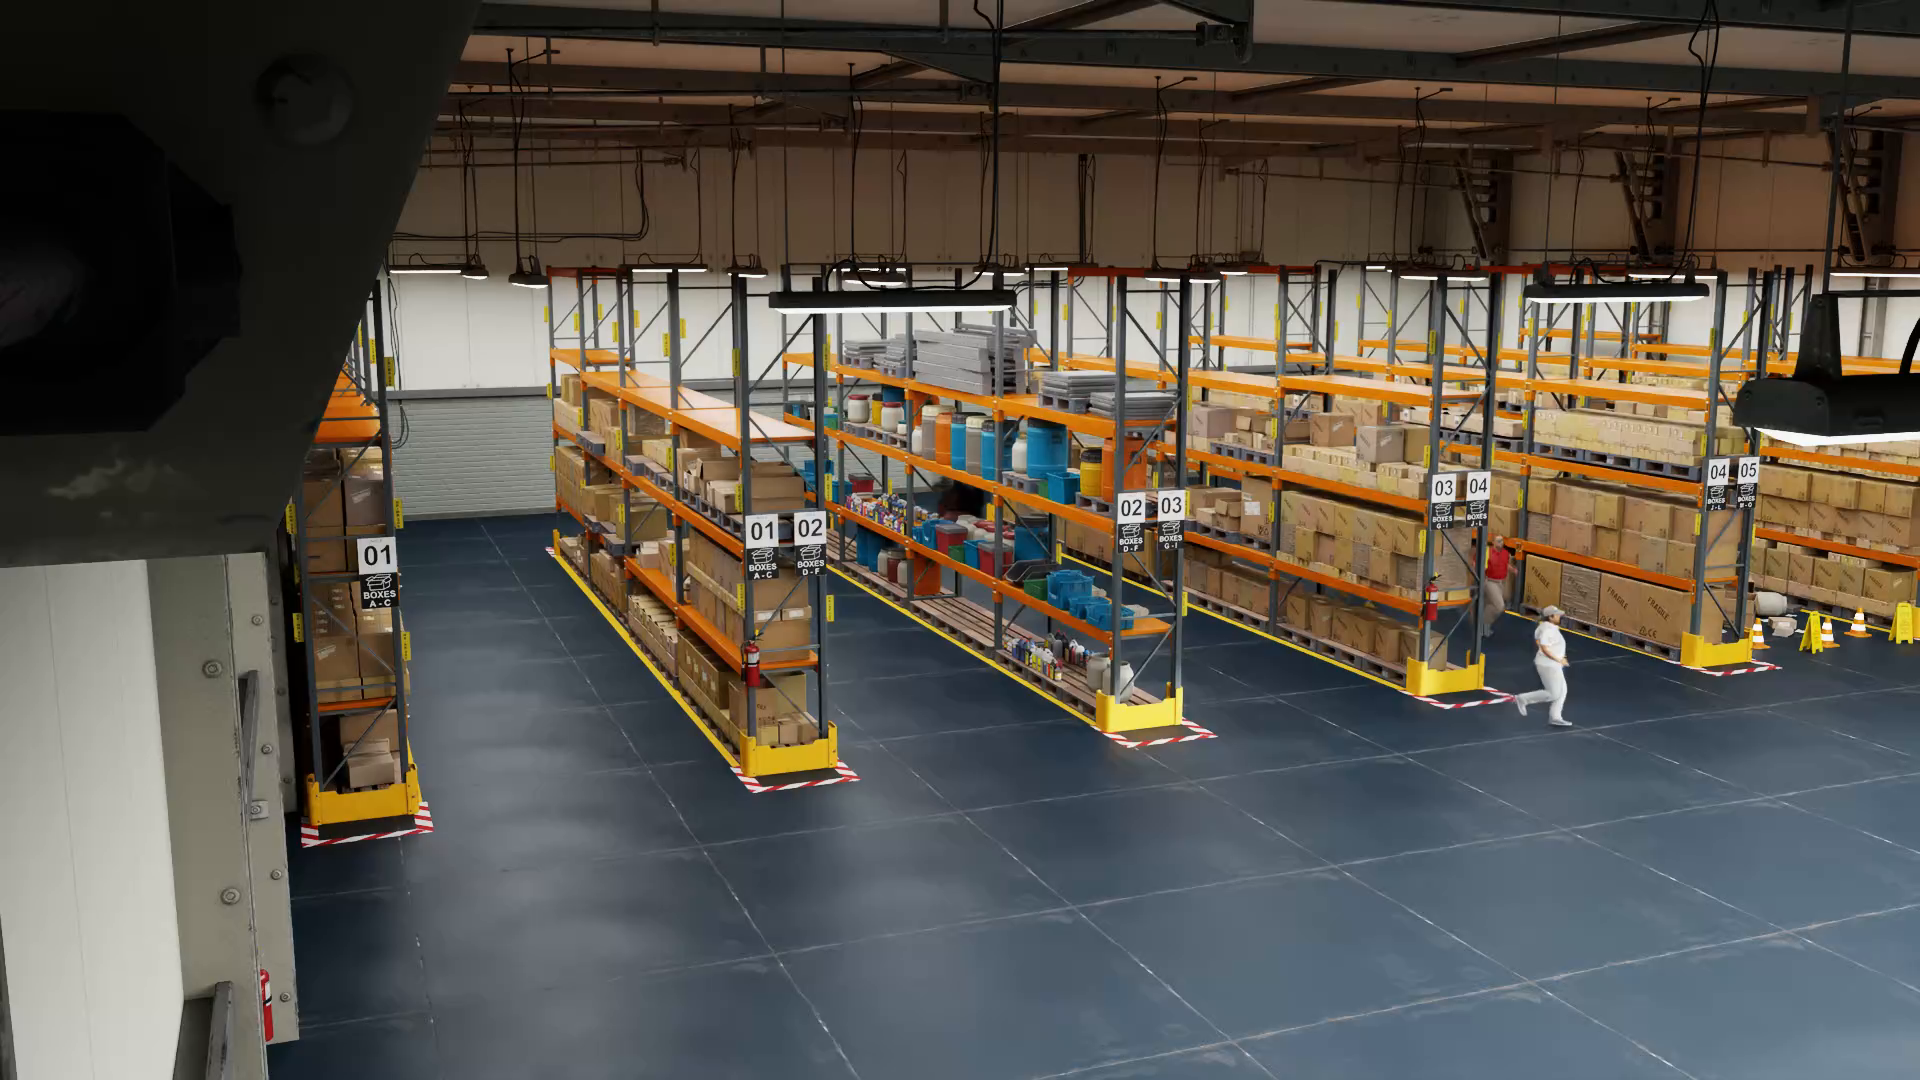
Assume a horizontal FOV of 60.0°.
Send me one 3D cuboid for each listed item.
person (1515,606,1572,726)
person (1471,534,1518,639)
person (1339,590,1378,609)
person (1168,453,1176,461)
[{"bbox_3d":[7.879,1.683,22.374,0.755,1.630,0.622,2,10,14],"label":"person"},{"bbox_3d":[8.829,0.776,27.363,0.631,1.755,0.700,-6,12,-31],"label":"person"},{"bbox_3d":[7.170,0.329,29.778,0.697,1.751,0.868,-7,12,-36],"label":"person"},{"bbox_3d":[4.849,-1.208,38.454,0.617,1.783,0.959,-5,11,-26],"label":"person"}]
